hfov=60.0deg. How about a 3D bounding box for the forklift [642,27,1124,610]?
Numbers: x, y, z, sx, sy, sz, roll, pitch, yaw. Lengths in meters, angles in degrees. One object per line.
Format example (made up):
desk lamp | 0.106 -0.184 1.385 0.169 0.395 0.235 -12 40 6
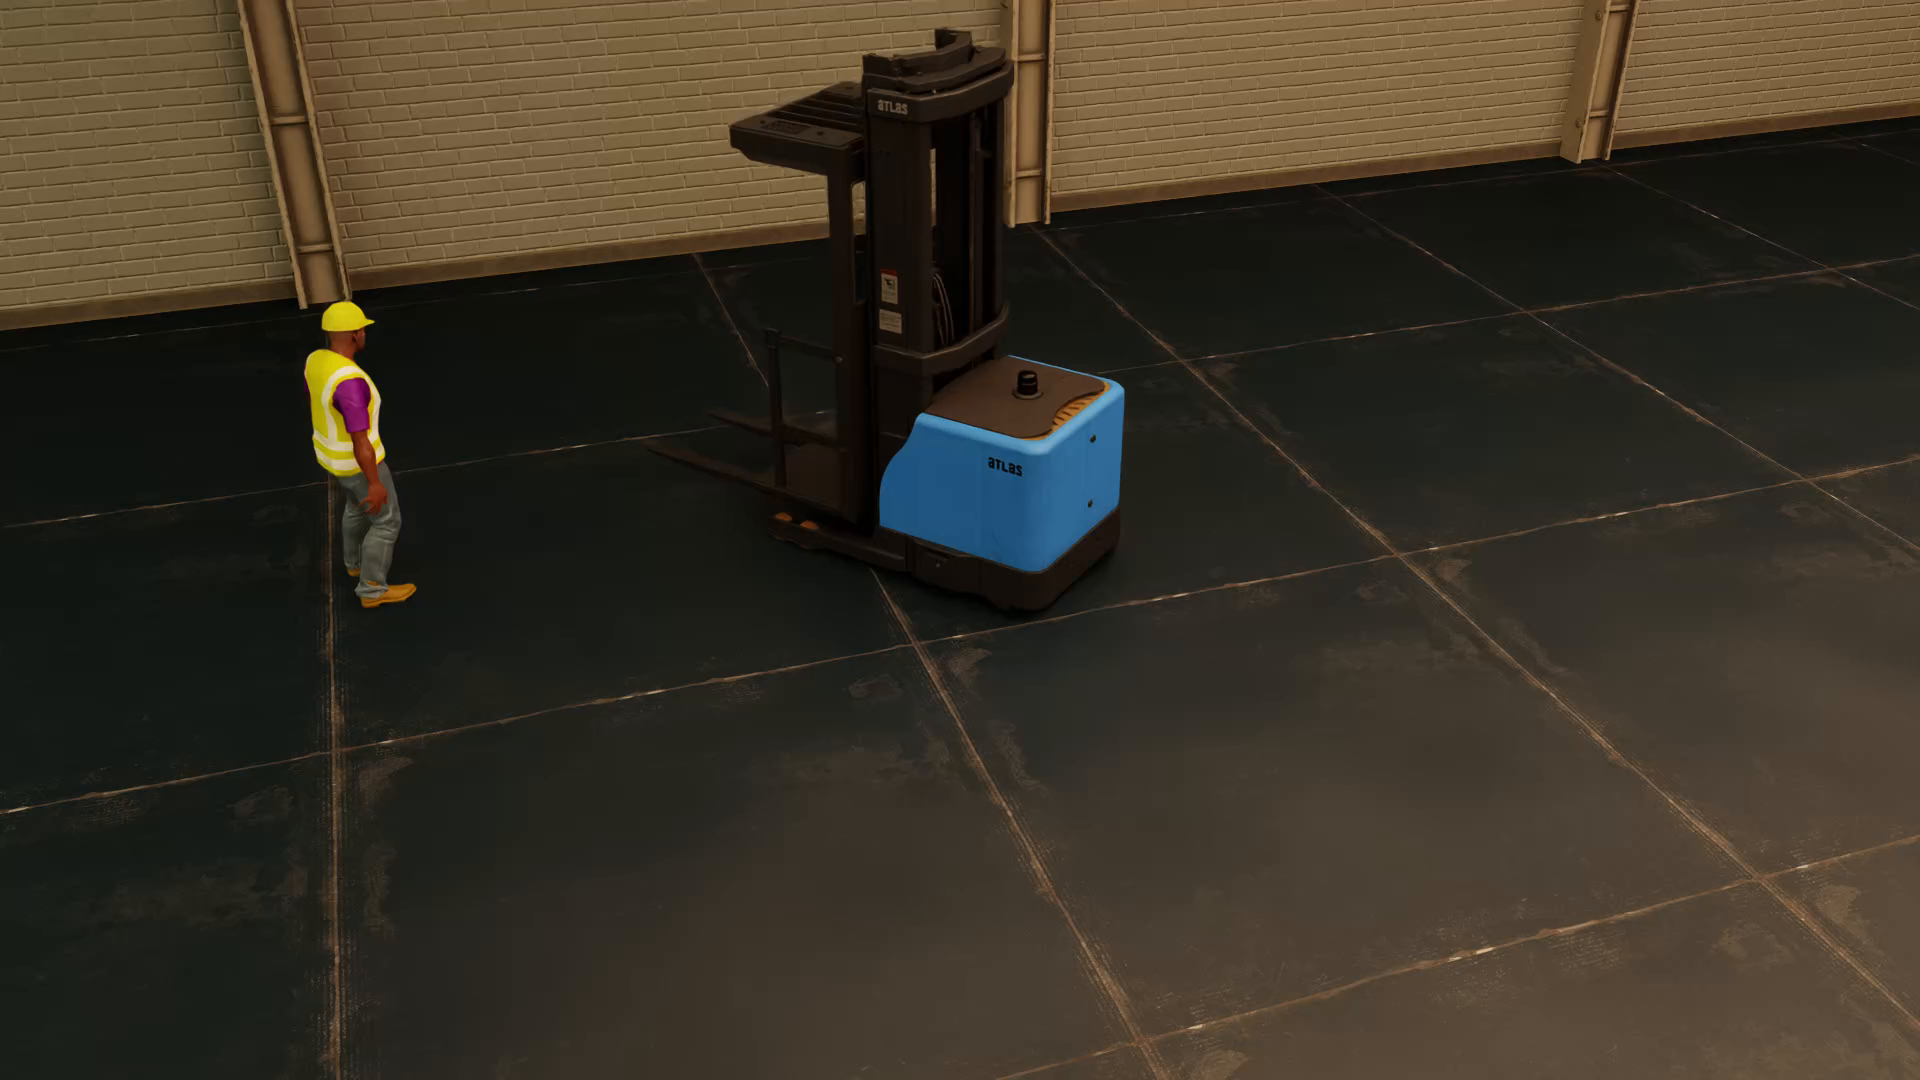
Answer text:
forklift | -0.574 -1.420 9.555 3.031 2.935 1.130 17 34 27

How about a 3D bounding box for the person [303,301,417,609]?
person | -3.286 -0.476 9.112 0.428 1.737 0.841 -24 38 -35
